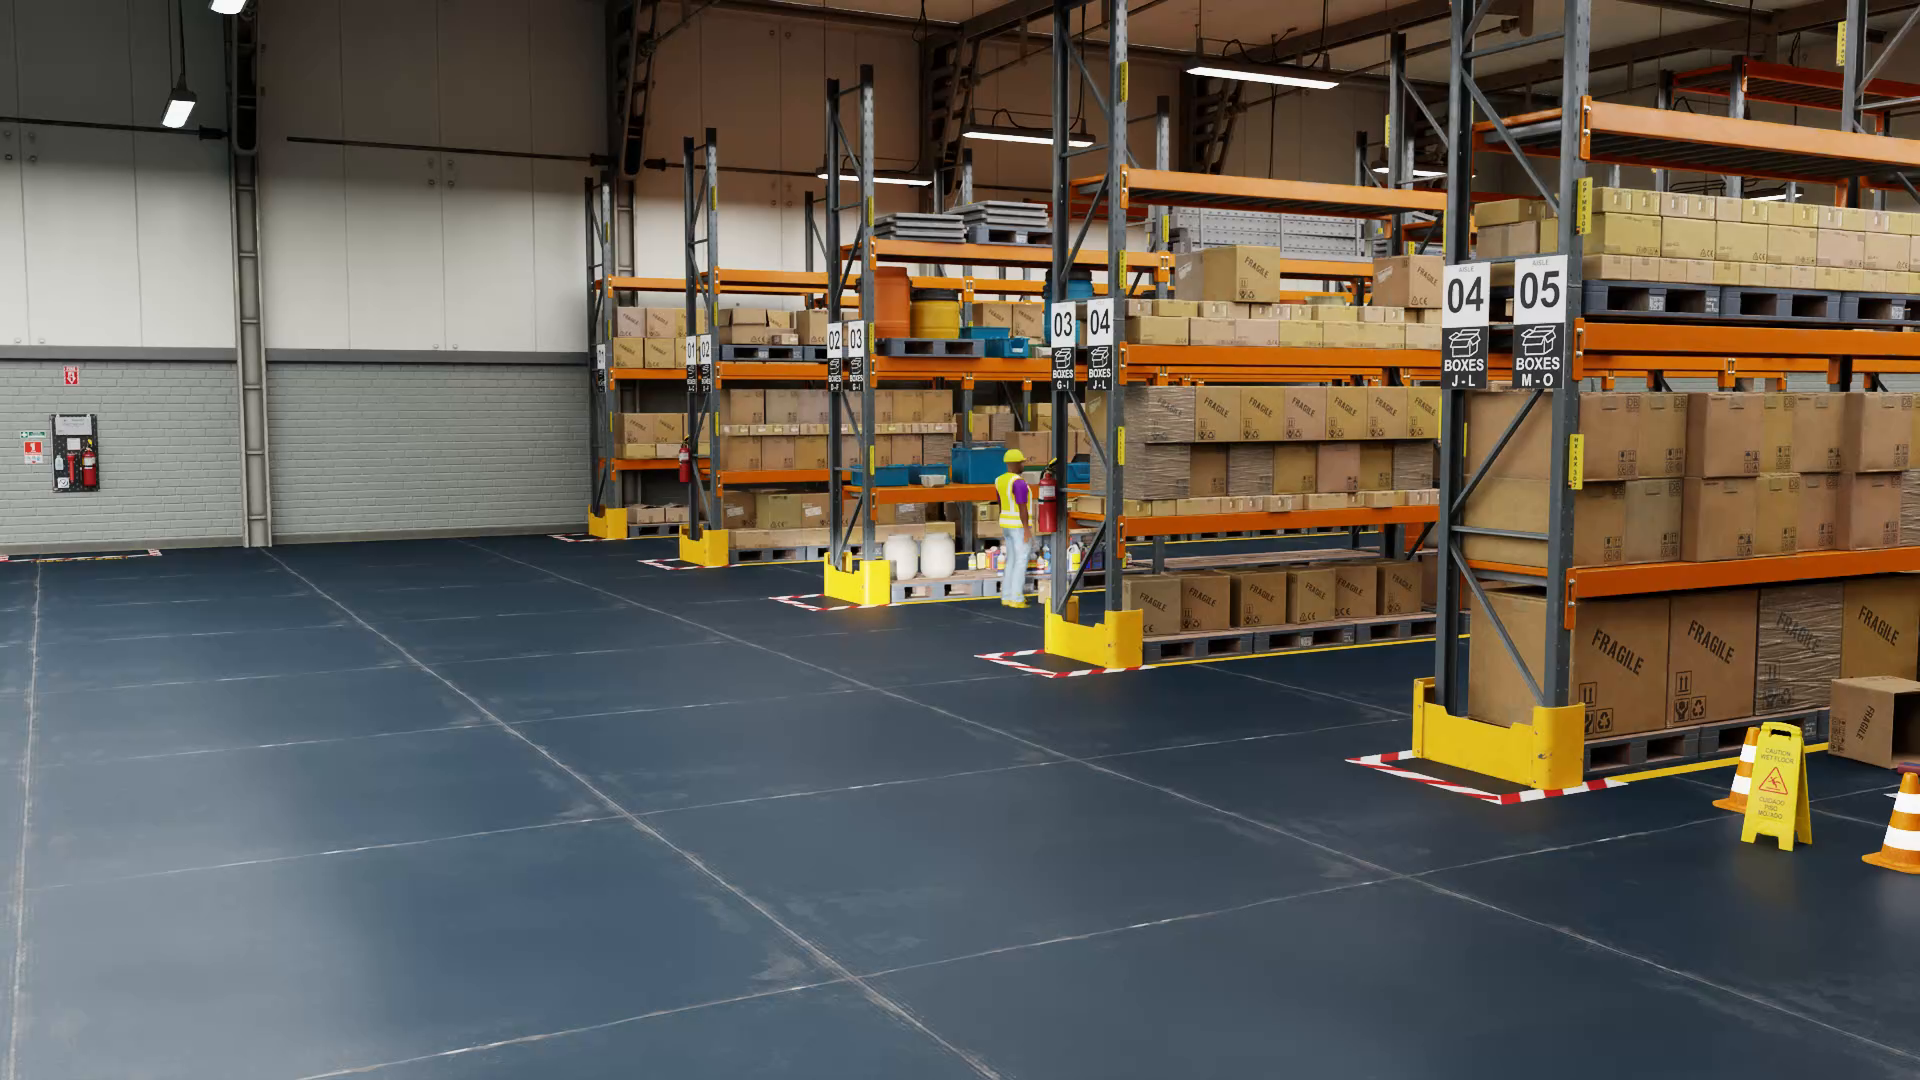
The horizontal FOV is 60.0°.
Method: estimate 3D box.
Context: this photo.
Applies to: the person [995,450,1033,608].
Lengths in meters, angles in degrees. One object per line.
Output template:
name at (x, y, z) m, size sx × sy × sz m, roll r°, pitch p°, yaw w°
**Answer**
person at (0.631, -0.121, 18.721) m, size 0.373 × 1.793 × 0.563 m, roll -3°, pitch 6°, yaw -27°
